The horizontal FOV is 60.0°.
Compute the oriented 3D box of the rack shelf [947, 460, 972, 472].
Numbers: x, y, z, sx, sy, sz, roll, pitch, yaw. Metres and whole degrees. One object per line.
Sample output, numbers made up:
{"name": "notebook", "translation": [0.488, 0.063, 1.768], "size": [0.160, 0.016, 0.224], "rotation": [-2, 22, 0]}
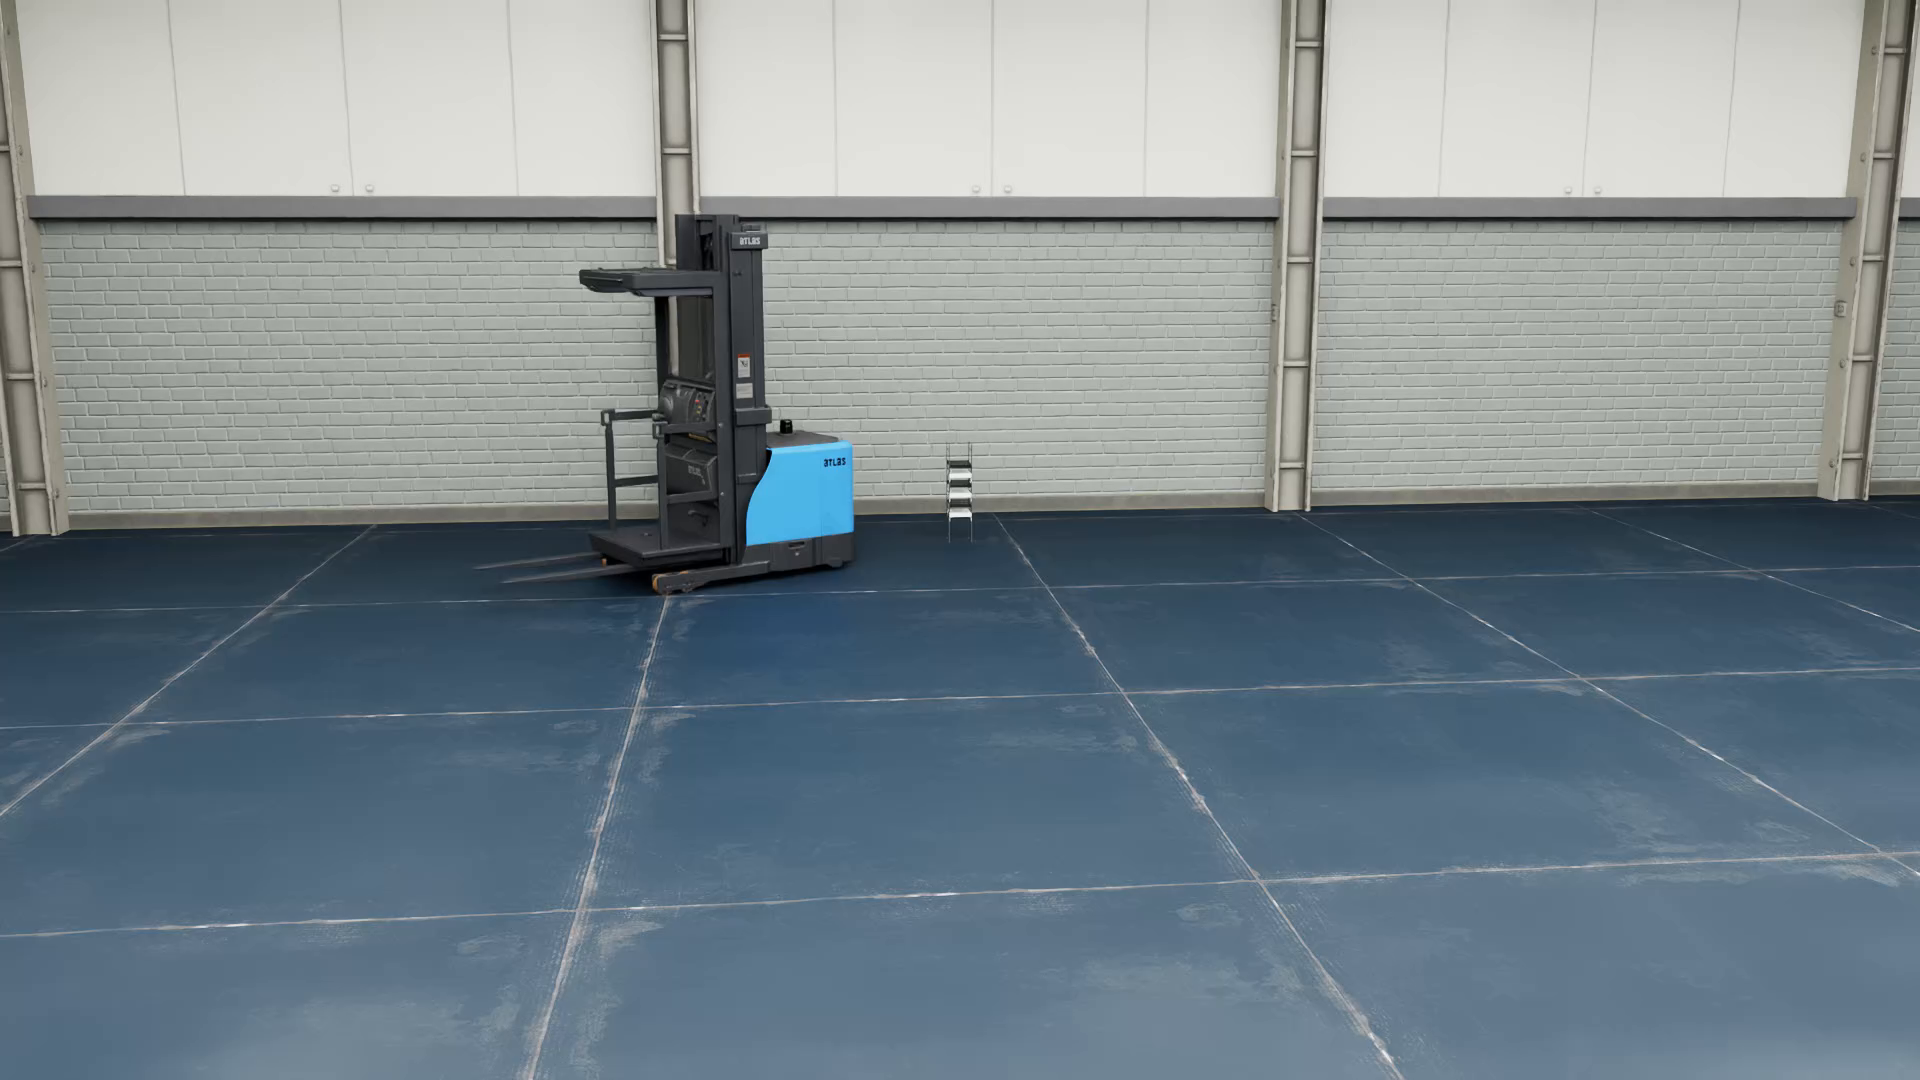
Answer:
{"name": "rack shelf", "translation": [-0.008, -0.674, 15.117], "size": [0.200, 0.077, 0.258], "rotation": [-1, 11, -6]}

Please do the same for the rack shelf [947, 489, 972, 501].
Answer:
{"name": "rack shelf", "translation": [-0.008, -0.409, 15.169], "size": [0.200, 0.077, 0.258], "rotation": [-1, 11, -6]}

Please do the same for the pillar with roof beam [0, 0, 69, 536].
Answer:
{"name": "pillar with roof beam", "translation": [-8.147, -3.658, 10.531], "size": [0.400, 9.000, 9.100], "rotation": [-1, 11, -6]}

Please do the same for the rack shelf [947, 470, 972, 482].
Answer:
{"name": "rack shelf", "translation": [-0.008, -0.585, 15.134], "size": [0.200, 0.077, 0.258], "rotation": [-1, 11, -6]}

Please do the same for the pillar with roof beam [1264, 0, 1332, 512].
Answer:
{"name": "pillar with roof beam", "translation": [3.783, -3.908, 11.803], "size": [0.400, 9.000, 9.100], "rotation": [-1, 11, -6]}

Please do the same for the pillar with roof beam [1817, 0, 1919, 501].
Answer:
{"name": "pillar with roof beam", "translation": [9.748, -4.033, 12.439], "size": [0.400, 9.000, 9.100], "rotation": [-1, 11, -6]}

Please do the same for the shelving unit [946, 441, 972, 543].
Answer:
{"name": "shelving unit", "translation": [-0.008, -0.441, 15.162], "size": [0.210, 0.900, 0.258], "rotation": [-1, 11, -6]}

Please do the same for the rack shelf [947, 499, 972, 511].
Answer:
{"name": "rack shelf", "translation": [-0.008, -0.320, 15.186], "size": [0.200, 0.077, 0.258], "rotation": [-1, 11, -6]}

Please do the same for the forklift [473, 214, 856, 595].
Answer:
{"name": "forklift", "translation": [-2.382, -1.120, 13.349], "size": [3.031, 2.935, 1.130], "rotation": [-8, 14, -34]}

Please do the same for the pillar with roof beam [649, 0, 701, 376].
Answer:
{"name": "pillar with roof beam", "translation": [-2.182, -3.783, 11.167], "size": [0.400, 9.000, 9.100], "rotation": [-1, 11, -6]}

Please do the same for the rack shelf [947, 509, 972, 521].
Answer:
{"name": "rack shelf", "translation": [-0.008, -0.232, 15.203], "size": [0.200, 0.077, 0.258], "rotation": [-1, 11, -6]}

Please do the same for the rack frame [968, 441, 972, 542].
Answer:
{"name": "rack frame", "translation": [0.093, -0.443, 15.173], "size": [0.006, 0.900, 0.240], "rotation": [-1, 11, -6]}

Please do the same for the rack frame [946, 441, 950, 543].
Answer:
{"name": "rack frame", "translation": [-0.109, -0.439, 15.152], "size": [0.006, 0.900, 0.240], "rotation": [-1, 11, -6]}

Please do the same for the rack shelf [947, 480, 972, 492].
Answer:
{"name": "rack shelf", "translation": [-0.008, -0.497, 15.151], "size": [0.200, 0.077, 0.258], "rotation": [-1, 11, -6]}
